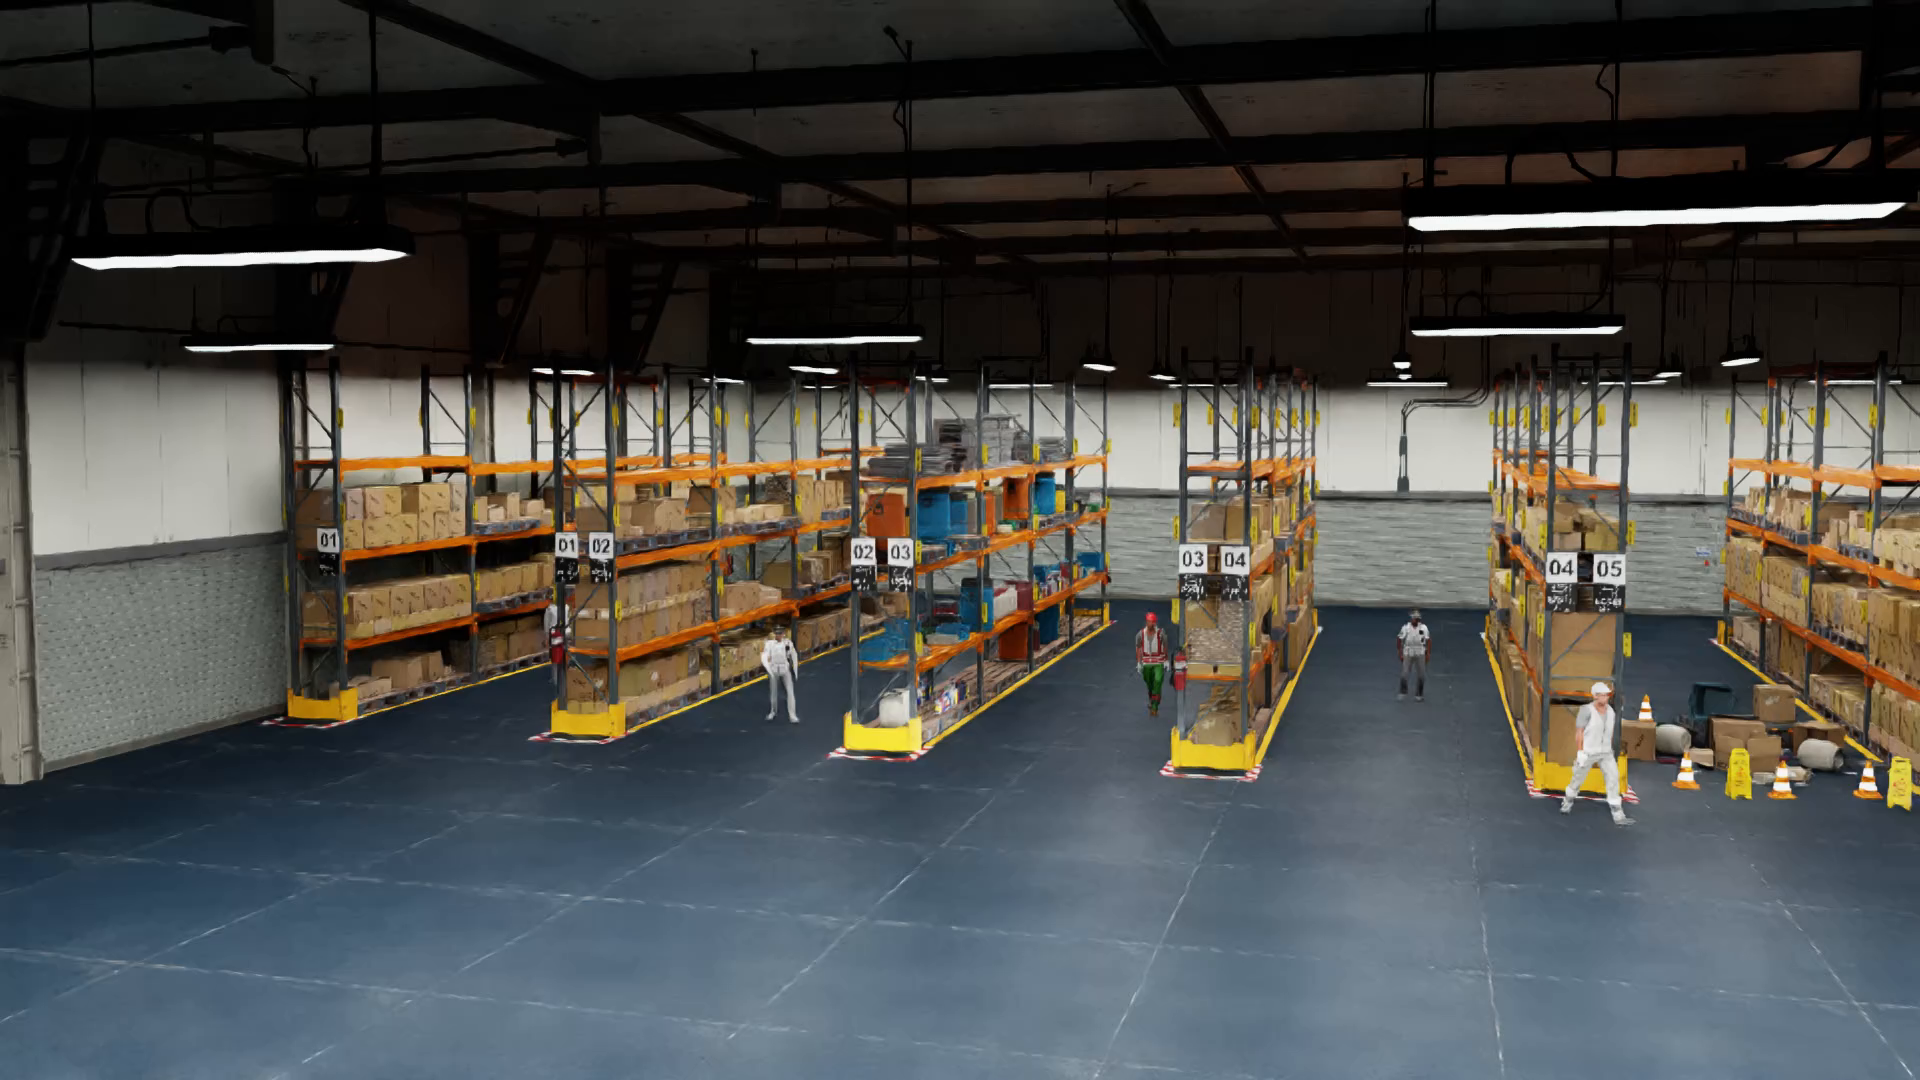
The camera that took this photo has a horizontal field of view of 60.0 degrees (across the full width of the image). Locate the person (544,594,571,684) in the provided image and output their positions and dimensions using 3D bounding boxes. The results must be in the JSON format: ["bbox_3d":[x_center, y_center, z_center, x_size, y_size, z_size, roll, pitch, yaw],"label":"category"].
[{"bbox_3d":[-7.621,1.799,31.398,0.499,1.774,0.578,4,6,45],"label":"person"}]

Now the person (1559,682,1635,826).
[{"bbox_3d":[7.828,2.589,20.597,0.550,1.710,0.784,-1,4,-10],"label":"person"}]

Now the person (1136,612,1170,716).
[{"bbox_3d":[3.230,2.067,28.098,0.553,1.707,1.103,1,4,19],"label":"person"}]

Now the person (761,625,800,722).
[{"bbox_3d":[-2.954,2.178,27.434,0.643,1.612,0.794,0,4,-2],"label":"person"}]

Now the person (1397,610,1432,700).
[{"bbox_3d":[8.047,2.033,29.477,0.592,1.629,0.531,1,4,13],"label":"person"}]
